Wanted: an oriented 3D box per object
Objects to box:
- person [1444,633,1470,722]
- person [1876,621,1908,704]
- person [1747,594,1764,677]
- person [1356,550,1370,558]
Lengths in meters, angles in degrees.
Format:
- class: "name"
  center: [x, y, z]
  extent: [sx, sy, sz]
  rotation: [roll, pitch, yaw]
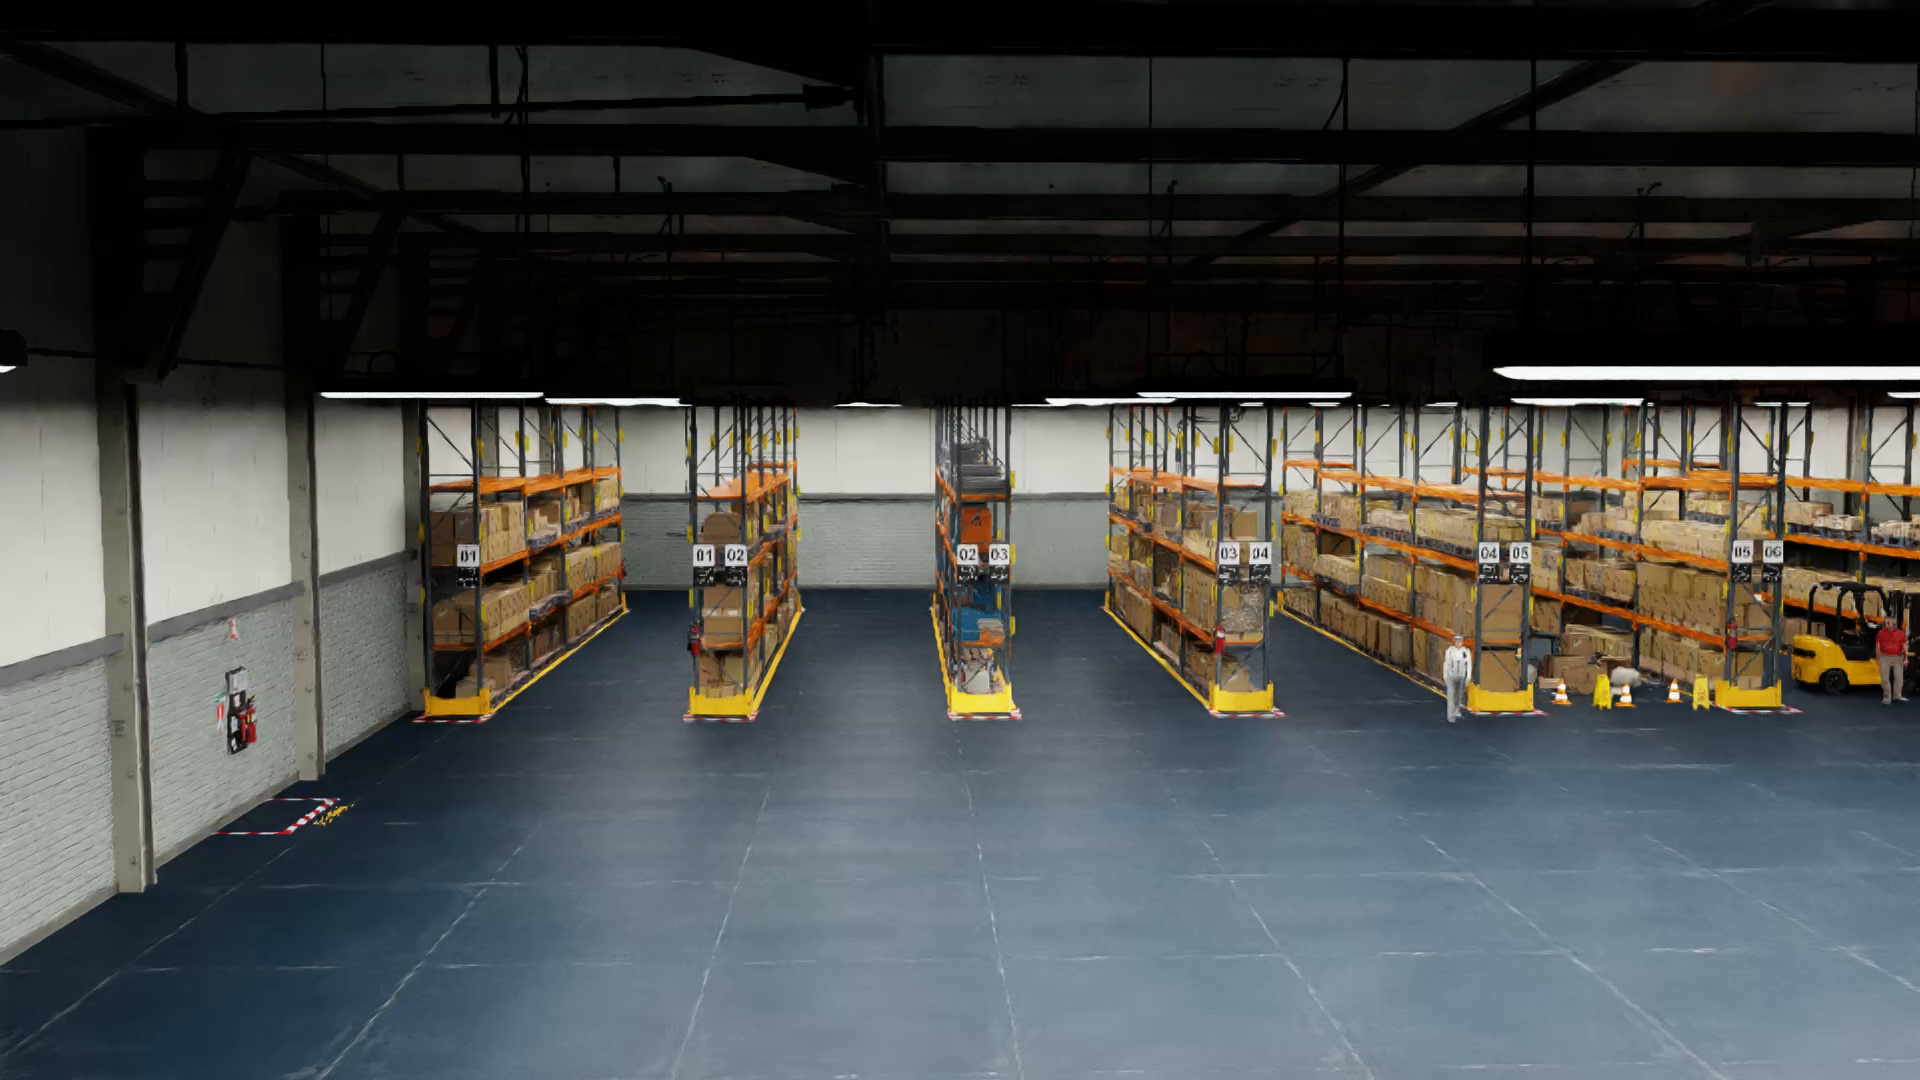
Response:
- class: "person"
  center: [9.122, 2.493, 30.520]
  extent: [0.410, 1.619, 0.999]
  rotation: [1, 5, 7]
- class: "person"
  center: [18.188, 2.366, 32.440]
  extent: [0.593, 1.617, 0.582]
  rotation: [3, 5, 34]
- class: "person"
  center: [16.956, 2.026, 35.609]
  extent: [0.532, 1.771, 0.609]
  rotation: [2, 5, 24]
- class: "person"
  center: [11.908, 0.960, 49.137]
  extent: [0.455, 1.773, 0.687]
  rotation: [-3, 6, -35]
